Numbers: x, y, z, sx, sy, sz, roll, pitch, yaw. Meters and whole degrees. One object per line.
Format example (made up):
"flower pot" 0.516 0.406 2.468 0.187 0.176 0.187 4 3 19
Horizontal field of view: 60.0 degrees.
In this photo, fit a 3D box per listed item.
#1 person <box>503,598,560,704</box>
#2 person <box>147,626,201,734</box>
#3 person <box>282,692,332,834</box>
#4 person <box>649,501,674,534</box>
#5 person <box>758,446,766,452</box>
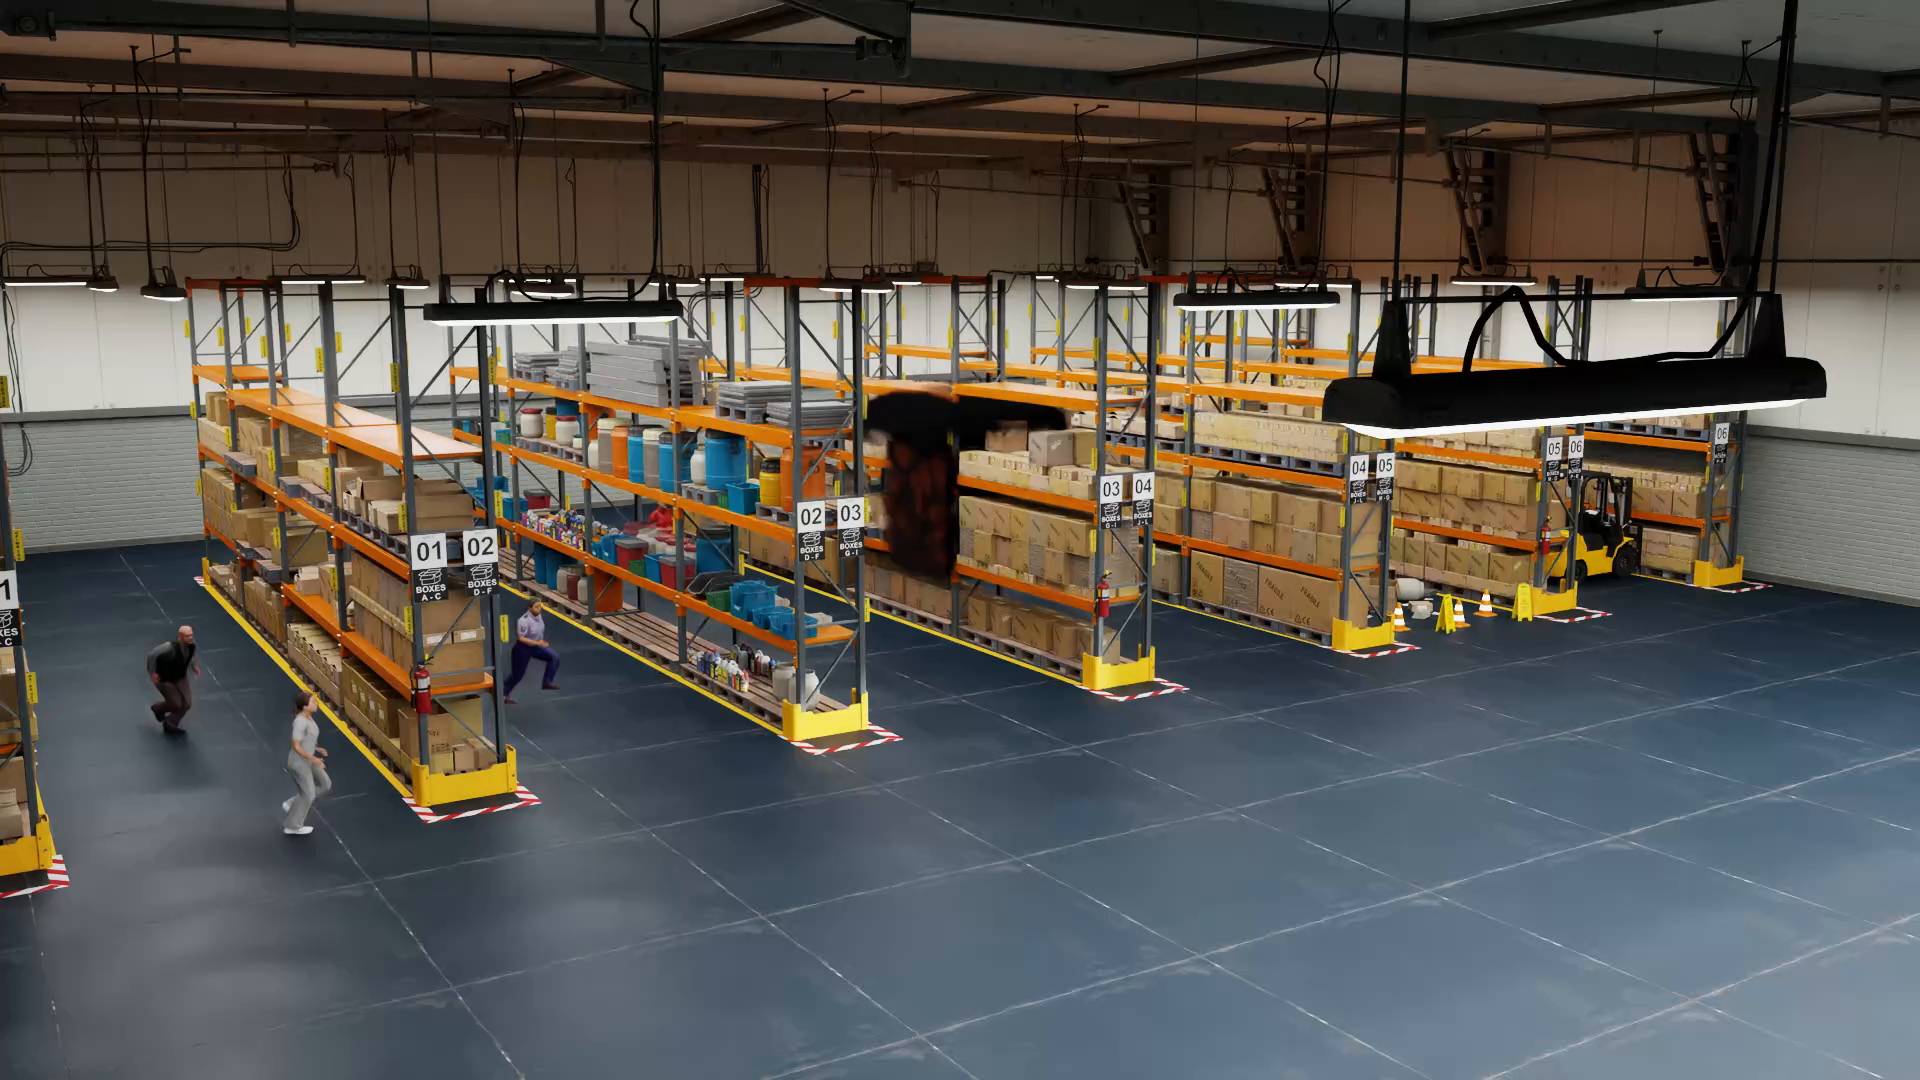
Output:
"person" -6.132 1.586 23.567 0.983 1.576 0.570 4 10 22
"person" -10.570 1.881 22.283 0.861 1.534 0.680 5 11 26
"person" -7.300 2.475 18.486 0.528 1.619 0.536 -1 10 -8
"person" -5.721 0.003 31.924 0.627 1.700 0.881 -8 13 -41
"person" -5.132 -1.533 41.943 0.816 1.720 0.767 -4 10 -23
